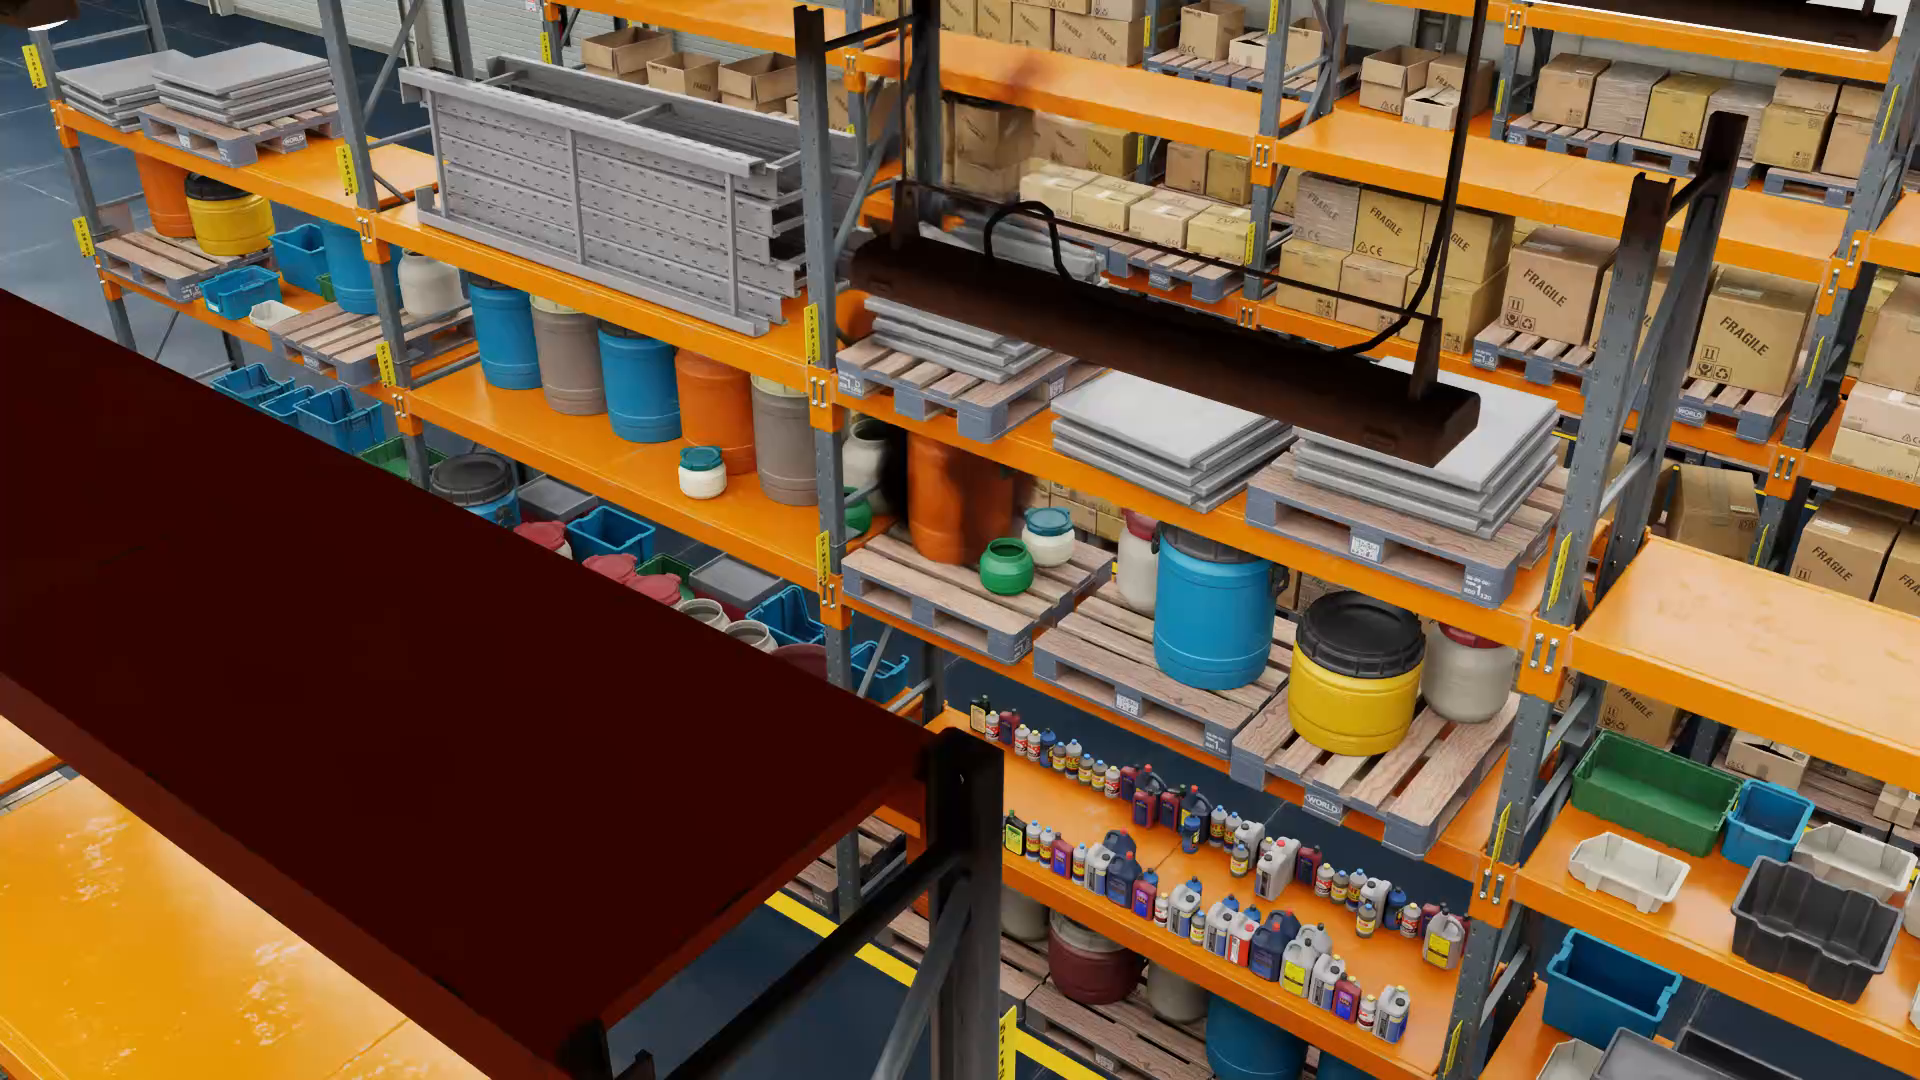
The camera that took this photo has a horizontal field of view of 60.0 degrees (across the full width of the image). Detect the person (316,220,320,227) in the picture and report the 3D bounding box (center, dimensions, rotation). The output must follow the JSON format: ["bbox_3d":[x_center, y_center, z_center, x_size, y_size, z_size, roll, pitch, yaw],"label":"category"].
[{"bbox_3d":[-6.859,-2.914,18.545,0.960,1.605,0.727,-9,33,-14],"label":"person"}]
